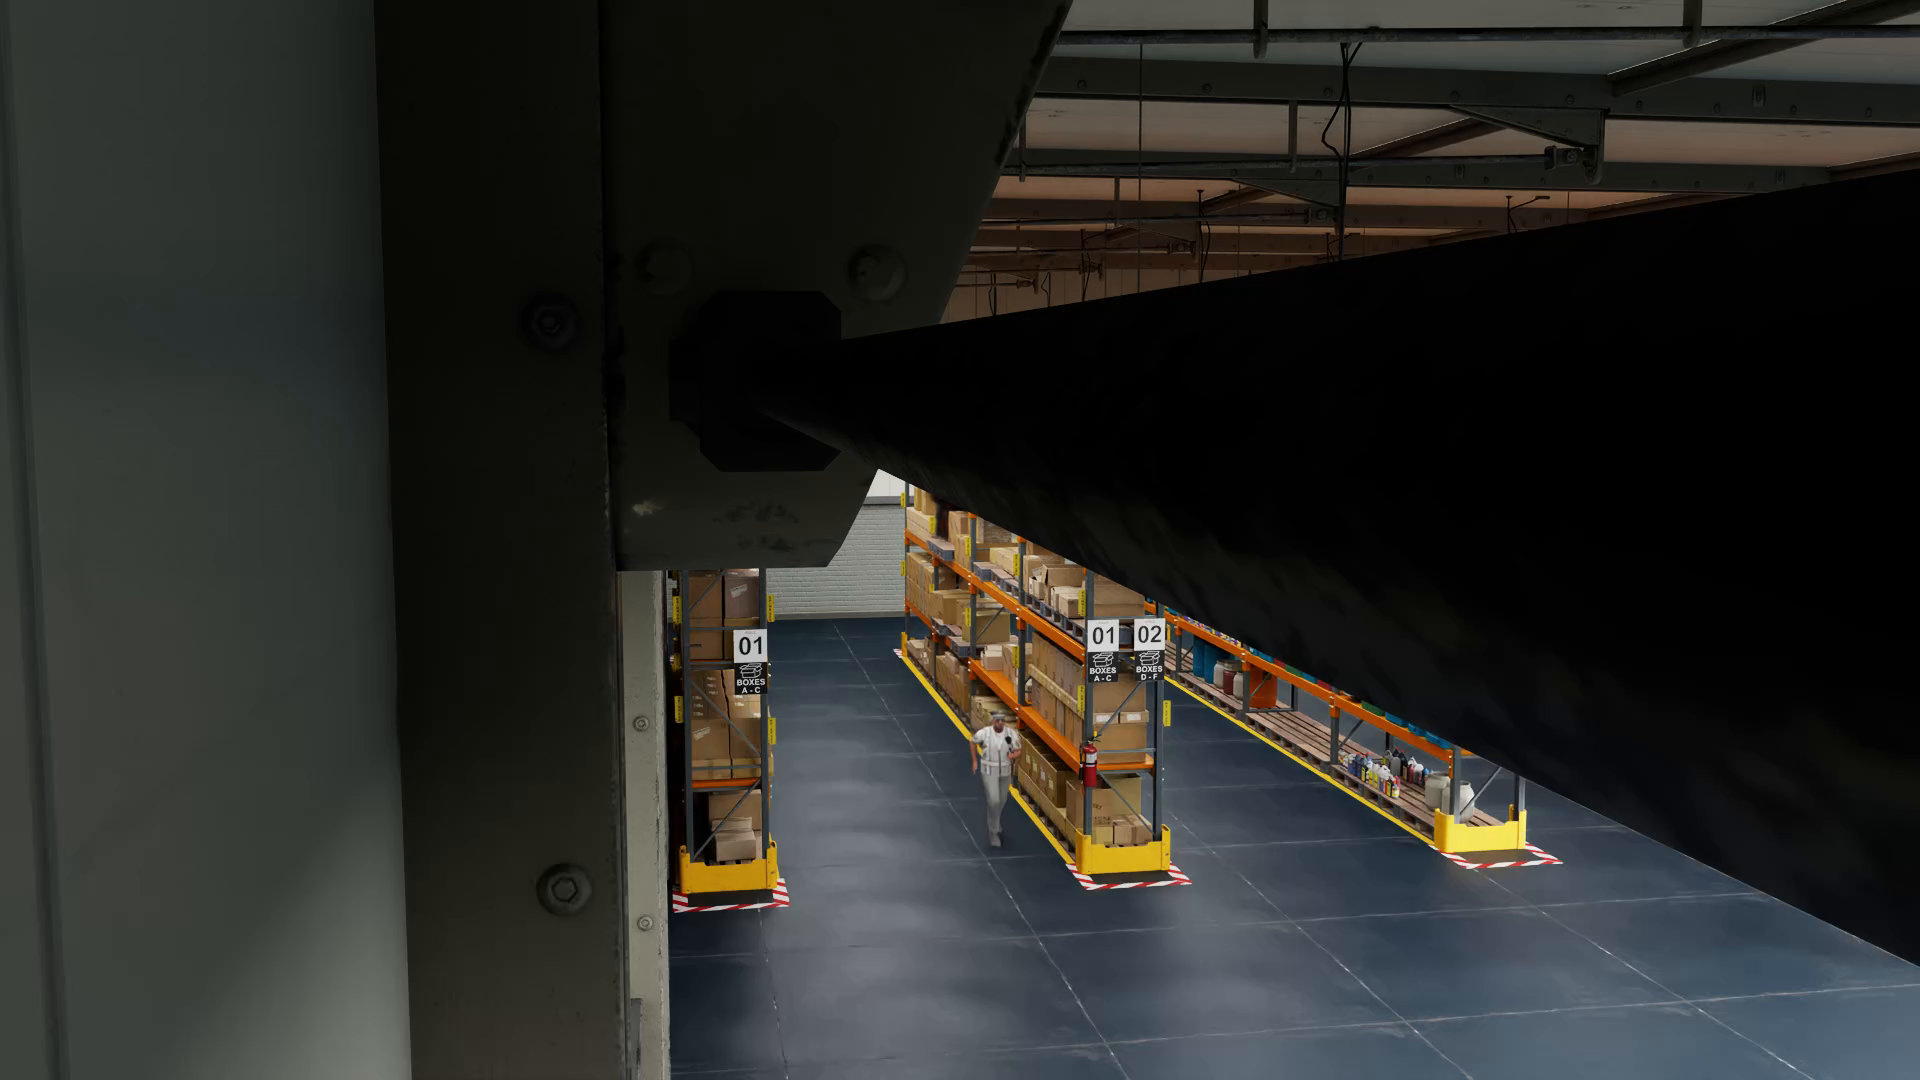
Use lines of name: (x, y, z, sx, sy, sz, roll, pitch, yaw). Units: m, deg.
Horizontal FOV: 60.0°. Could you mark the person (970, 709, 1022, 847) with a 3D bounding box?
person: (0.498, 3.149, 22.272, 0.629, 1.846, 0.878, -2, 6, -16)
